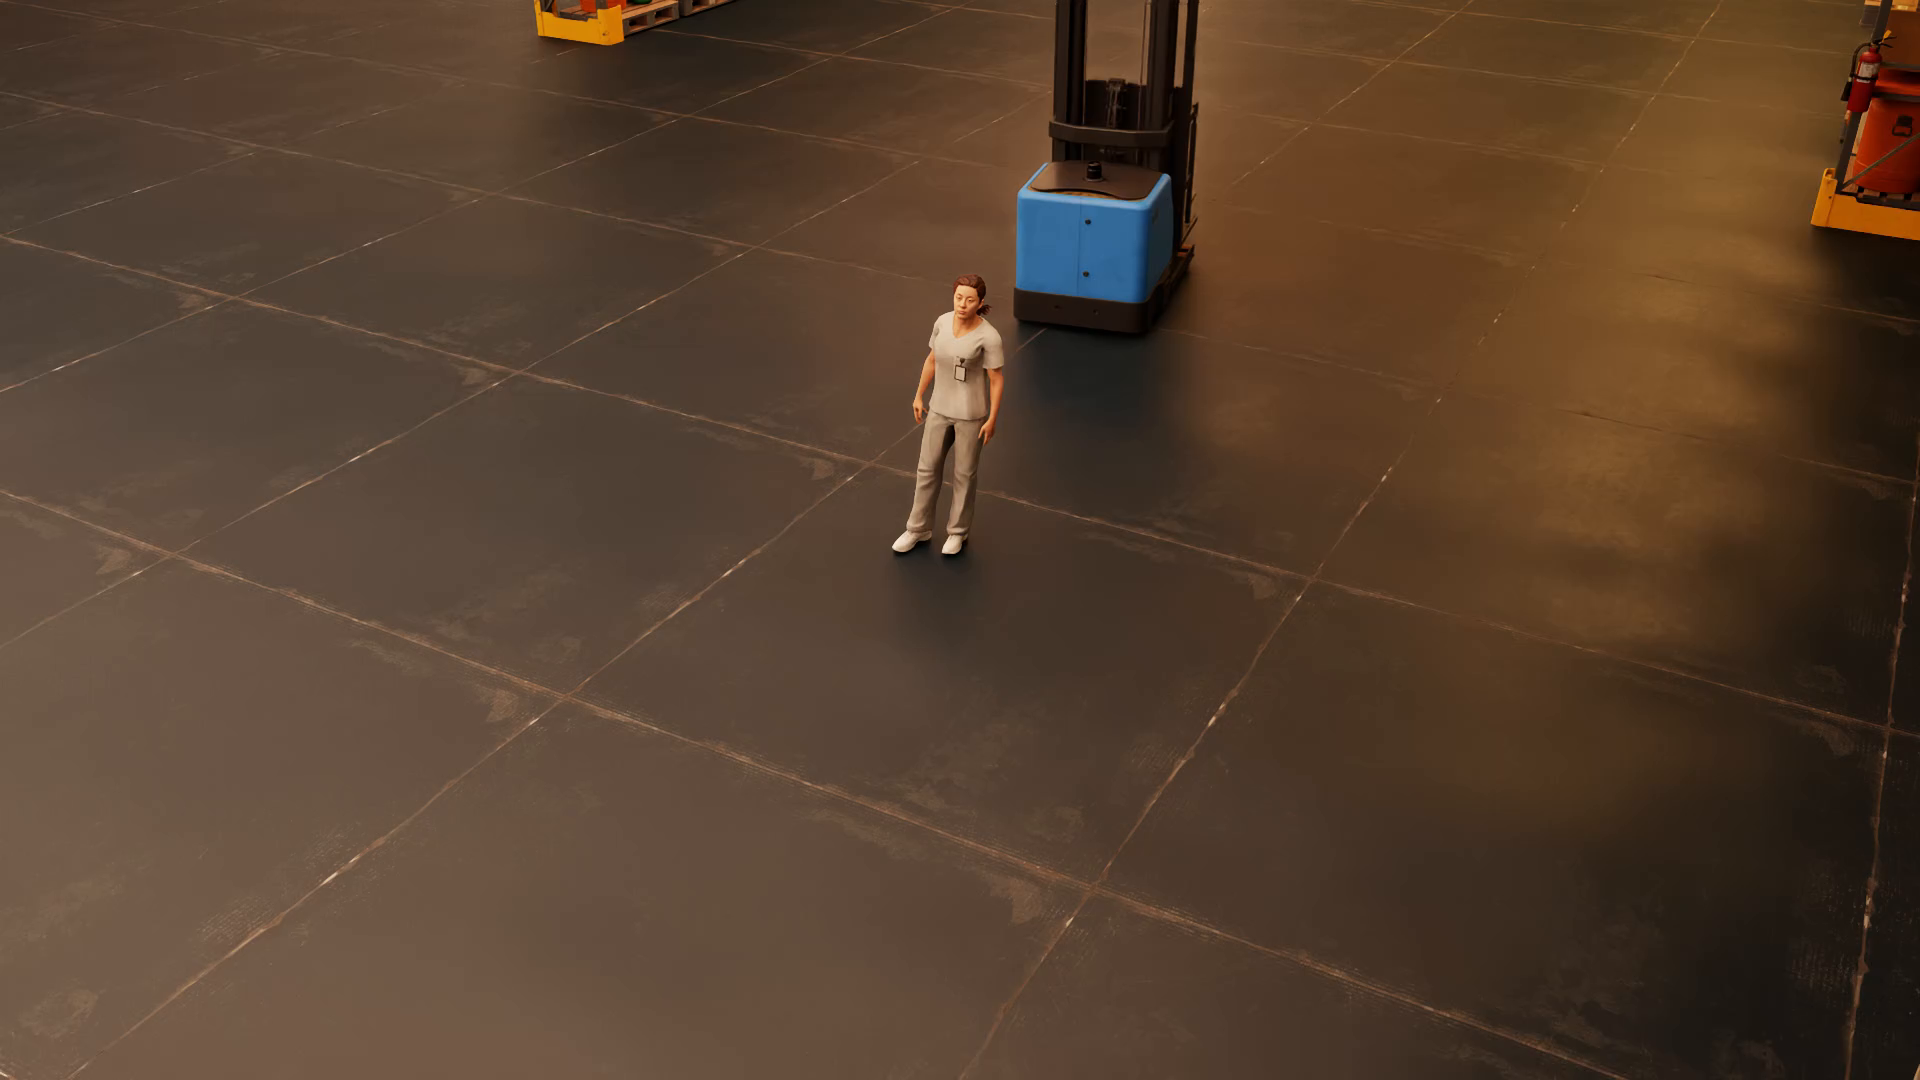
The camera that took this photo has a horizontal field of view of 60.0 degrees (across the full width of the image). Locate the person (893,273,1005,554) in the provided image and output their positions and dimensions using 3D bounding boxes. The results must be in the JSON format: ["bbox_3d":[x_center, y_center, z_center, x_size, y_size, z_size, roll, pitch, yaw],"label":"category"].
[{"bbox_3d":[-0.048,-0.703,9.530,0.549,1.673,0.548,15,33,25],"label":"person"}]

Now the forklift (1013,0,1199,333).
[{"bbox_3d":[1.346,-3.556,13.232,1.130,2.935,3.031,9,31,15],"label":"forklift"}]
